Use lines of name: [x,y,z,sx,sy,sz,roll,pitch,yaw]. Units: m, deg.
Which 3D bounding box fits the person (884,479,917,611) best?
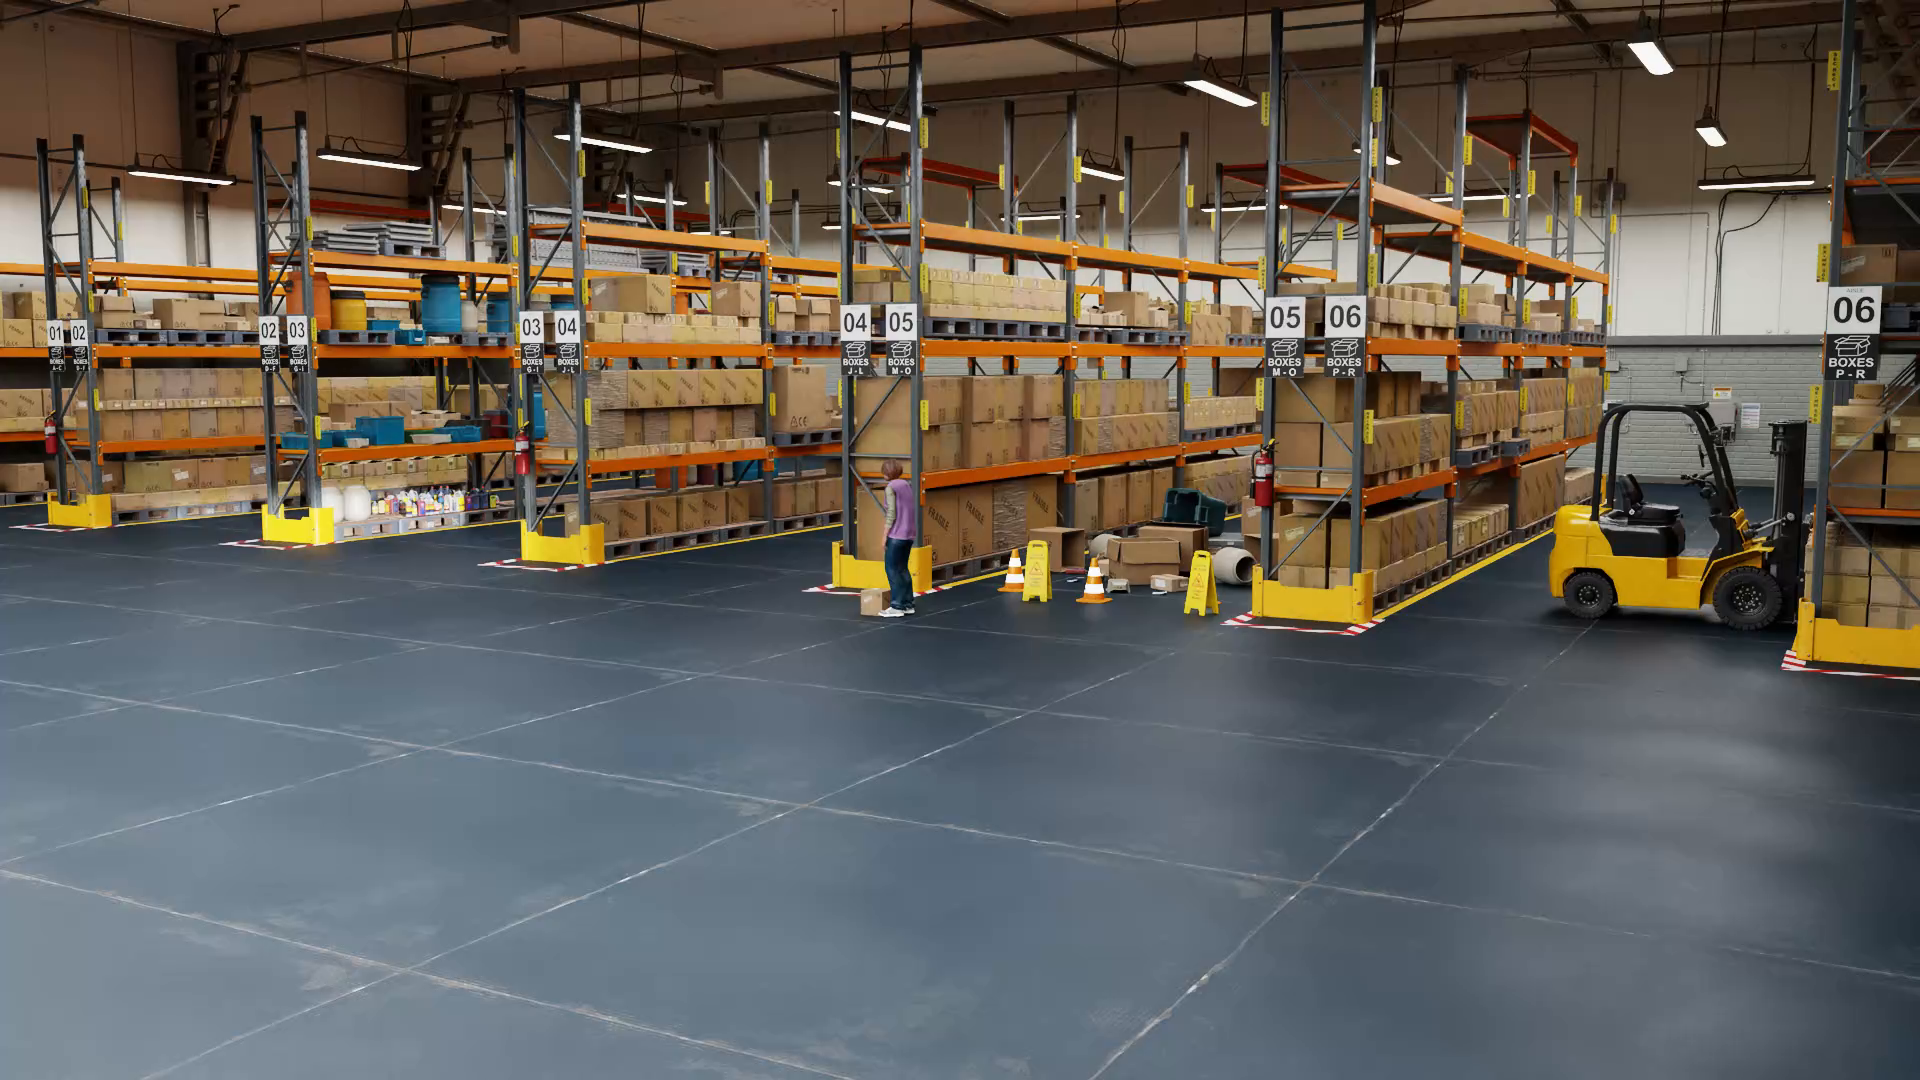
person: [-0.601,0.044,16.794,0.289,1.327,0.459,3,7,29]
